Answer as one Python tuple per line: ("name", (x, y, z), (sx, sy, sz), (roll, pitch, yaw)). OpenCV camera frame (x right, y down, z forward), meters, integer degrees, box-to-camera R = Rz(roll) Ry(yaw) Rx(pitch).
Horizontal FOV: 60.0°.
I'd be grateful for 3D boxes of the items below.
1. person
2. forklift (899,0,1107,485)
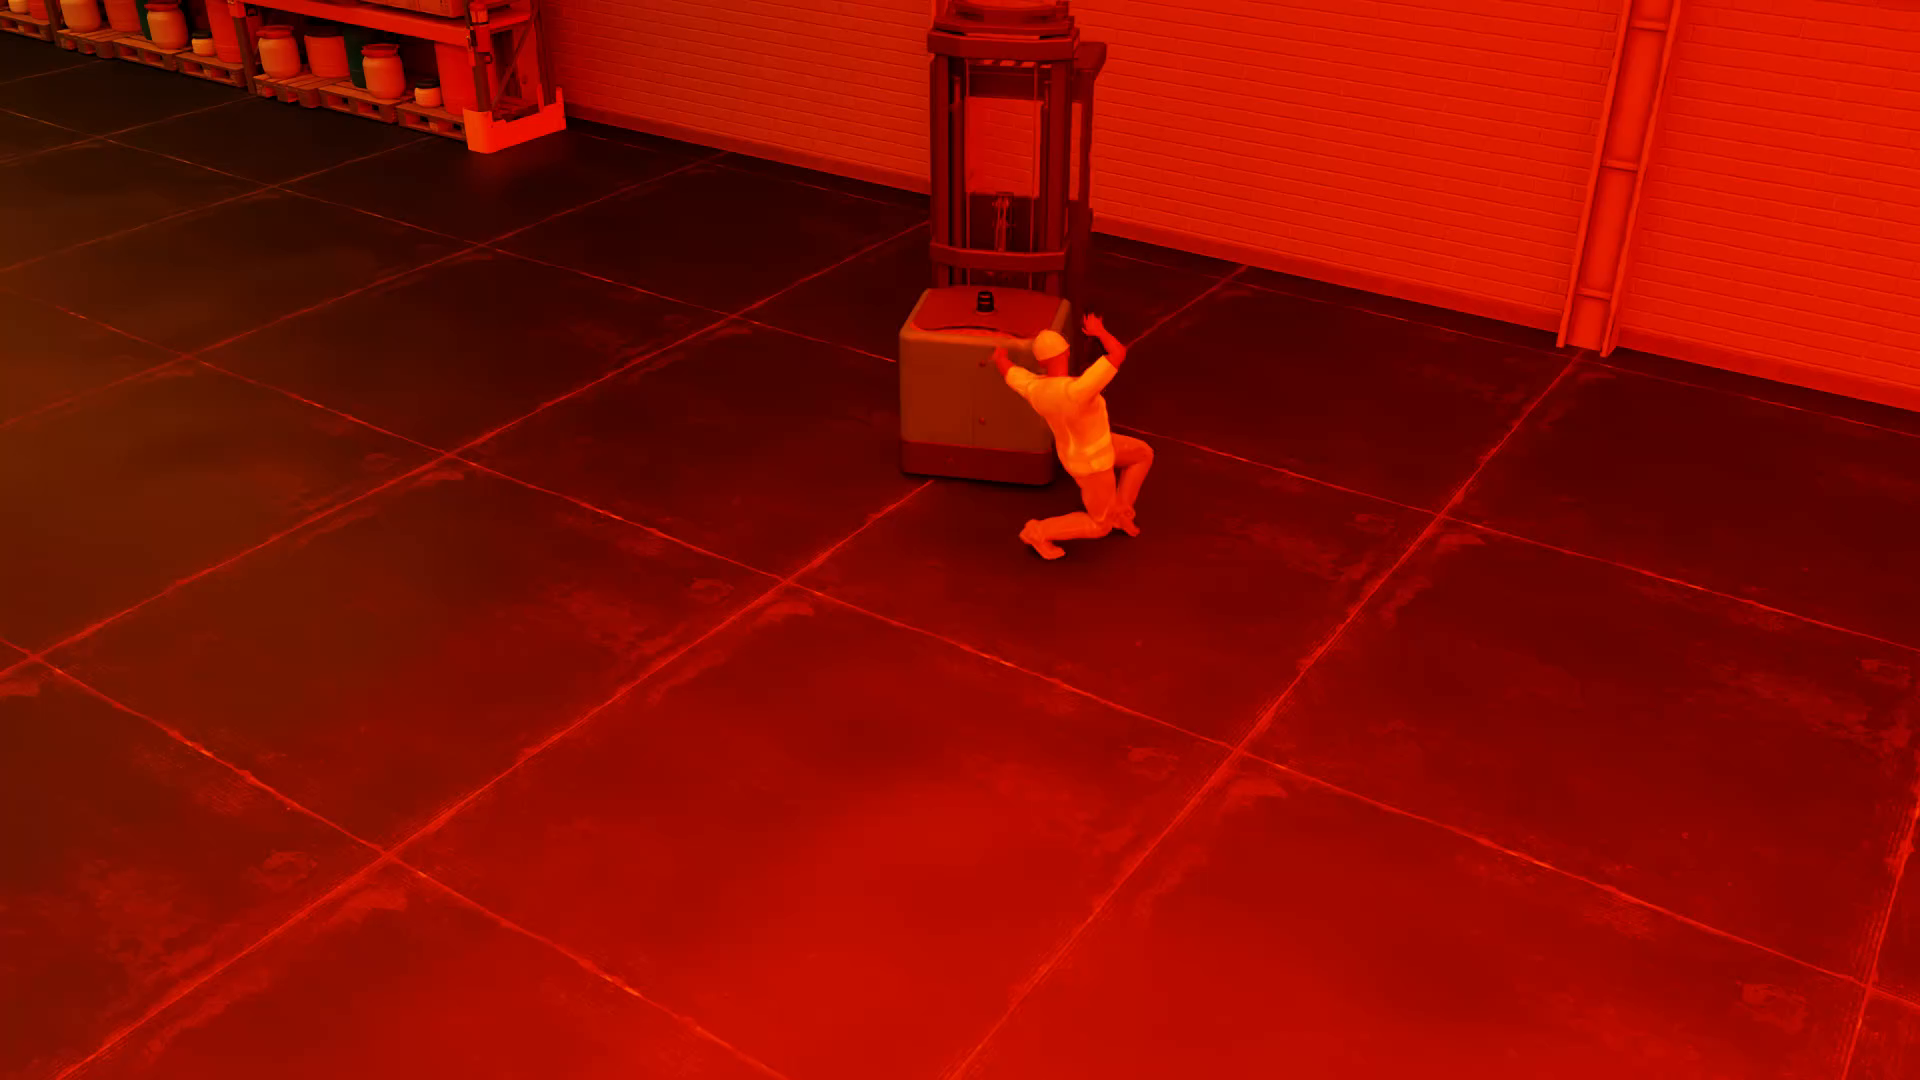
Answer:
("person", (0.722, -0.733, 10.291), (0.898, 1.531, 1.103), (-8, 31, -13))
("forklift", (0.390, -2.355, 11.637), (1.130, 2.935, 3.031), (6, 31, 10))
